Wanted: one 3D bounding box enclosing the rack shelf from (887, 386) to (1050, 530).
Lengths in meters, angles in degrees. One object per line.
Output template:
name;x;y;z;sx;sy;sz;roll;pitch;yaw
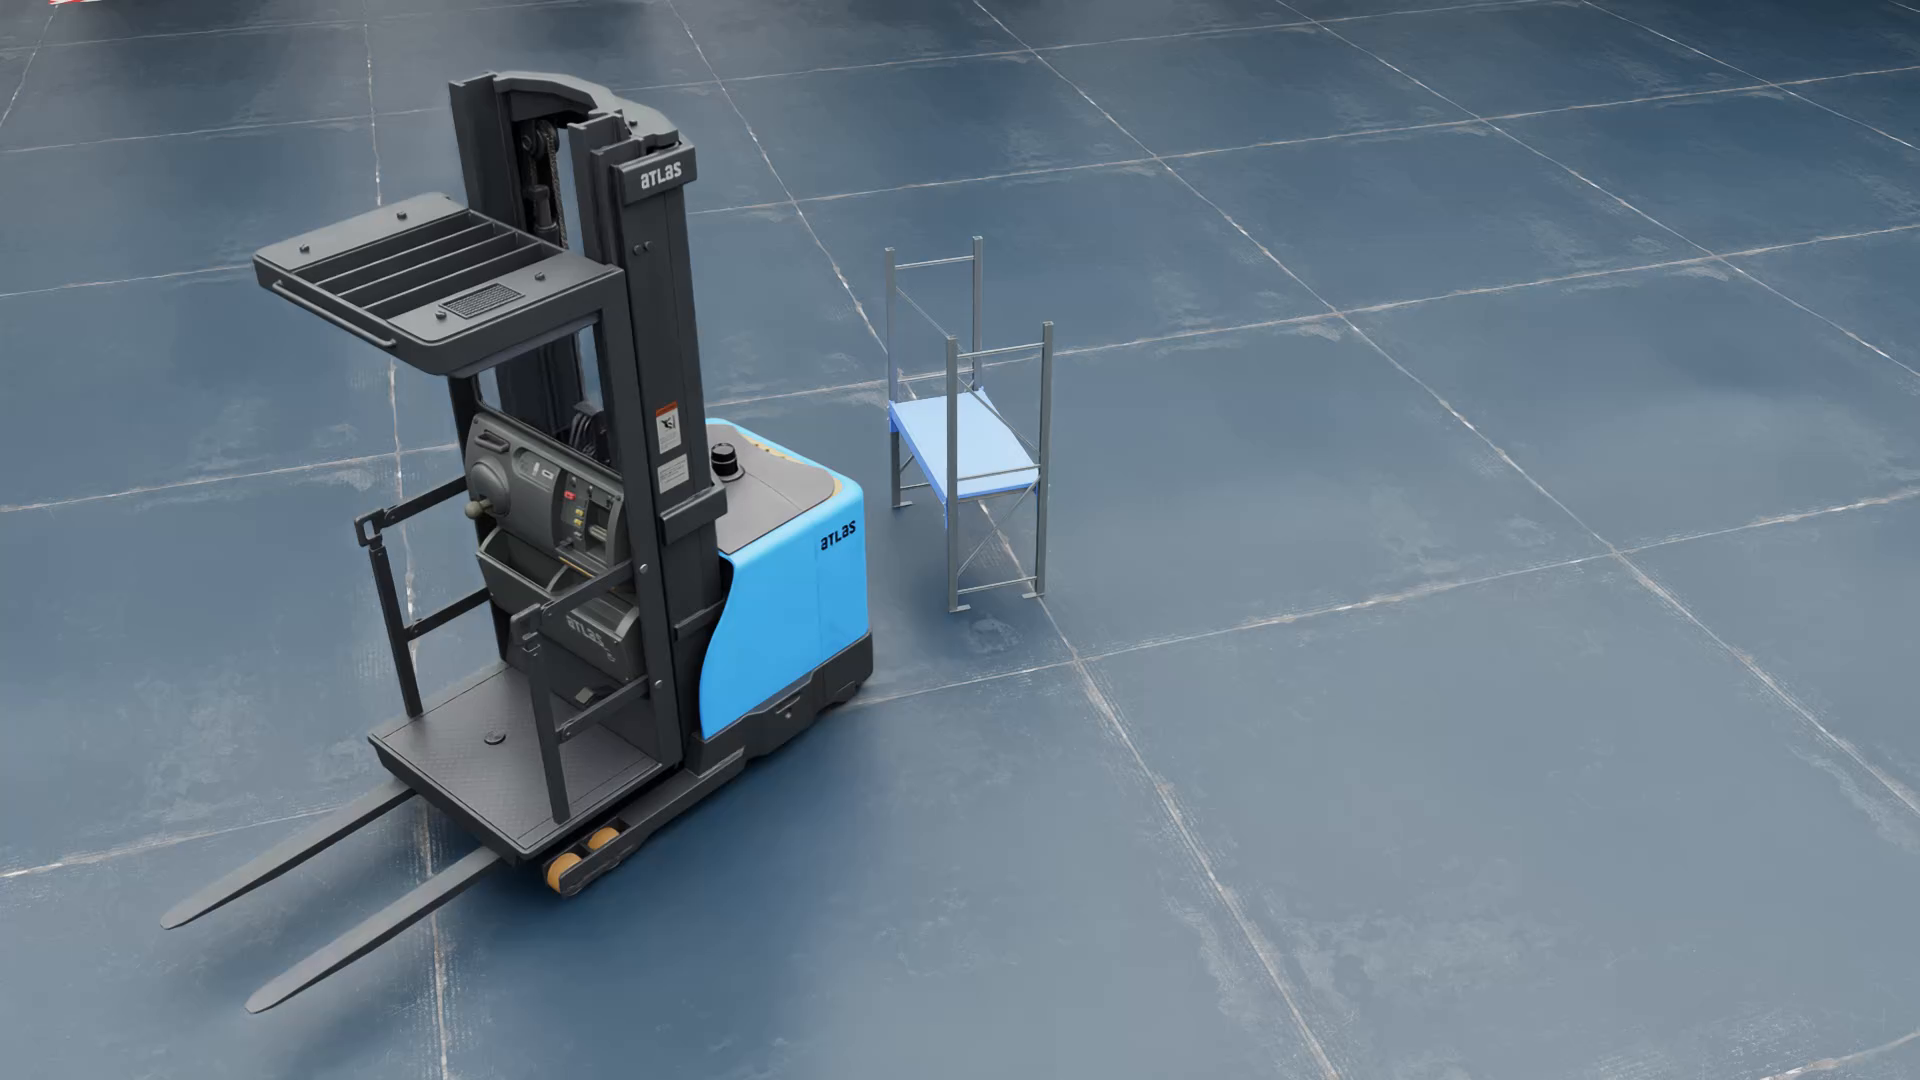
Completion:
rack shelf;0.026;-0.431;8.368;0.538;0.185;1.000;-10;35;-15

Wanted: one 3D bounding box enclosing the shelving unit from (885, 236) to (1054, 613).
shelving unit;0.026;-0.581;8.269;0.538;1.500;1.048;-10;35;-15

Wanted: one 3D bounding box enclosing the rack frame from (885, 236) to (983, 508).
rack frame;-0.129;-0.848;8.673;0.500;1.500;0.032;-10;35;-15

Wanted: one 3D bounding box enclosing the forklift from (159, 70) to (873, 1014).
forklift;-1.745;-0.126;6.281;1.130;2.935;3.031;25;41;33

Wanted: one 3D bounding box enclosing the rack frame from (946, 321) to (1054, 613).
rack frame;0.181;-0.314;7.865;0.500;1.500;0.032;-10;35;-15
